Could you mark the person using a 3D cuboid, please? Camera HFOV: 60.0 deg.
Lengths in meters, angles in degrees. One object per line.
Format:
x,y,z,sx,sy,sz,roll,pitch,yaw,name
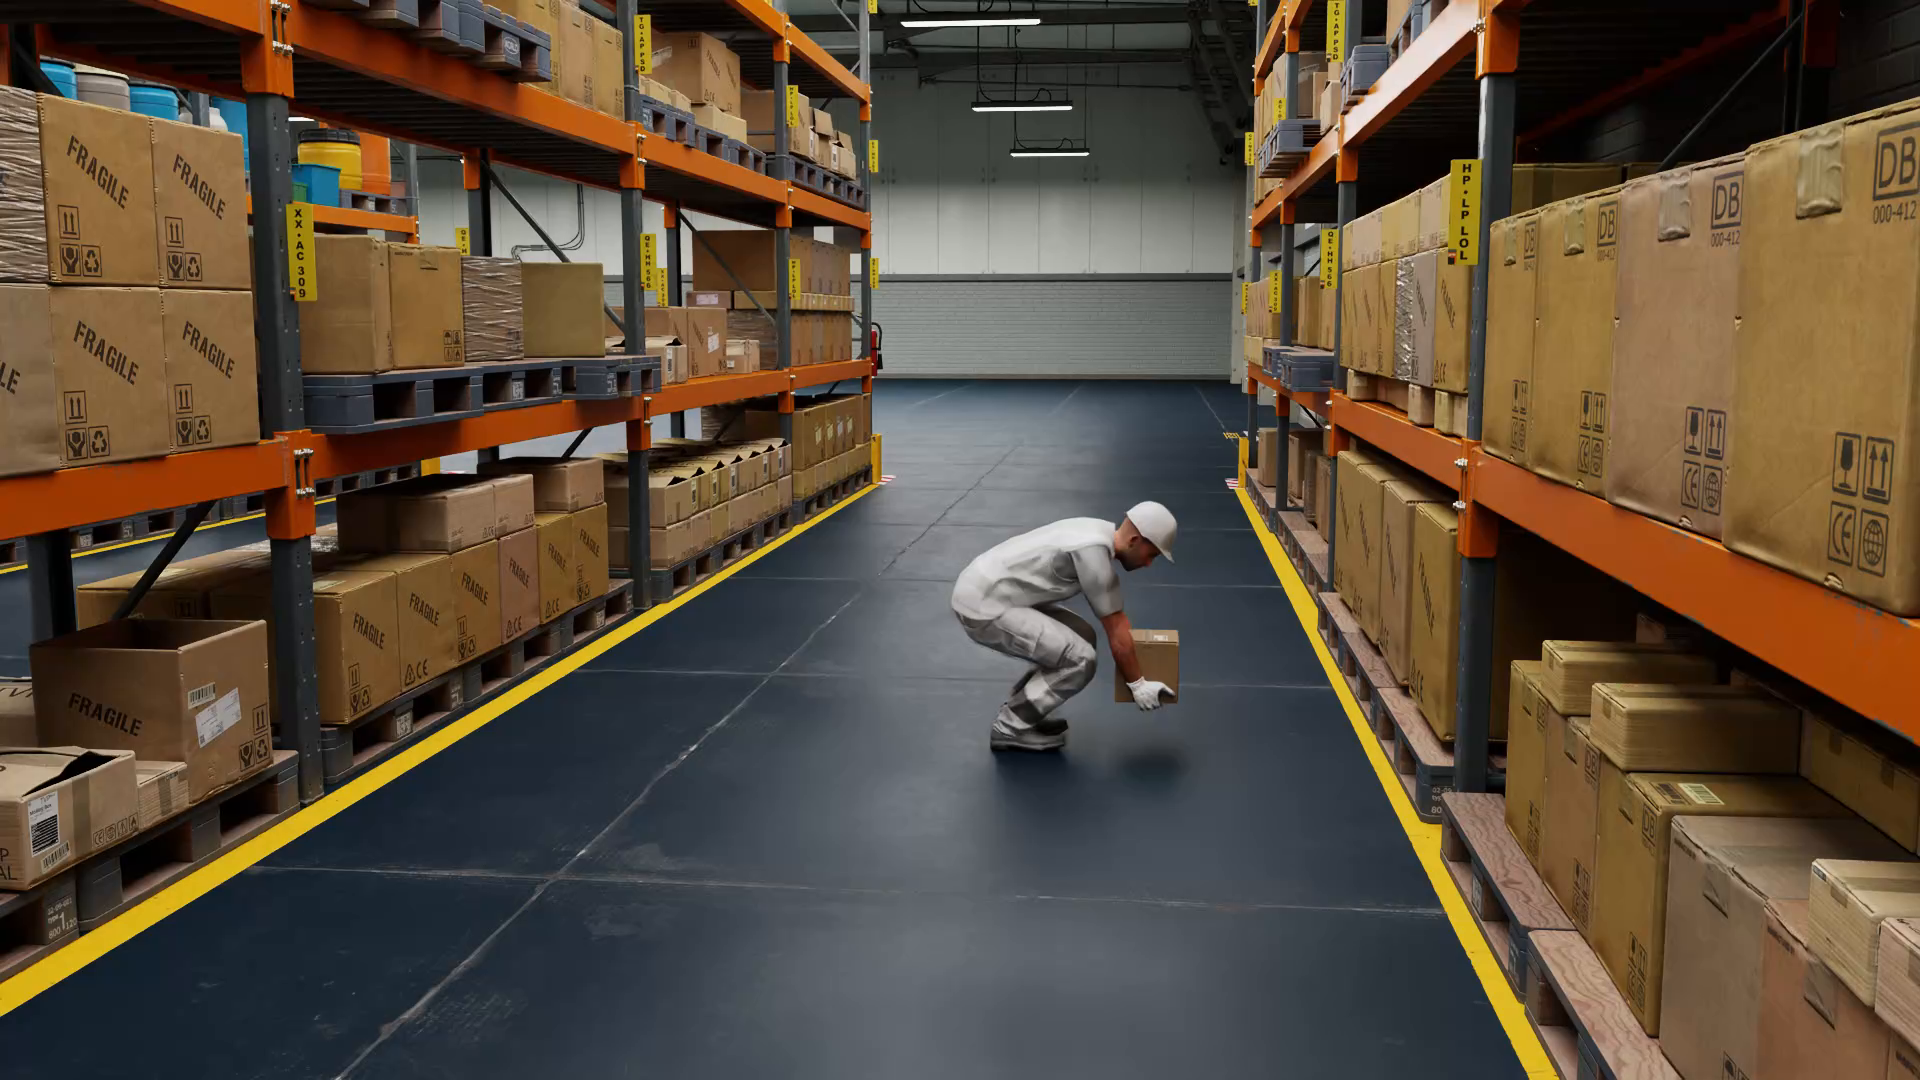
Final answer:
0.418,0.337,6.721,0.909,0.990,0.530,1,8,5,person
